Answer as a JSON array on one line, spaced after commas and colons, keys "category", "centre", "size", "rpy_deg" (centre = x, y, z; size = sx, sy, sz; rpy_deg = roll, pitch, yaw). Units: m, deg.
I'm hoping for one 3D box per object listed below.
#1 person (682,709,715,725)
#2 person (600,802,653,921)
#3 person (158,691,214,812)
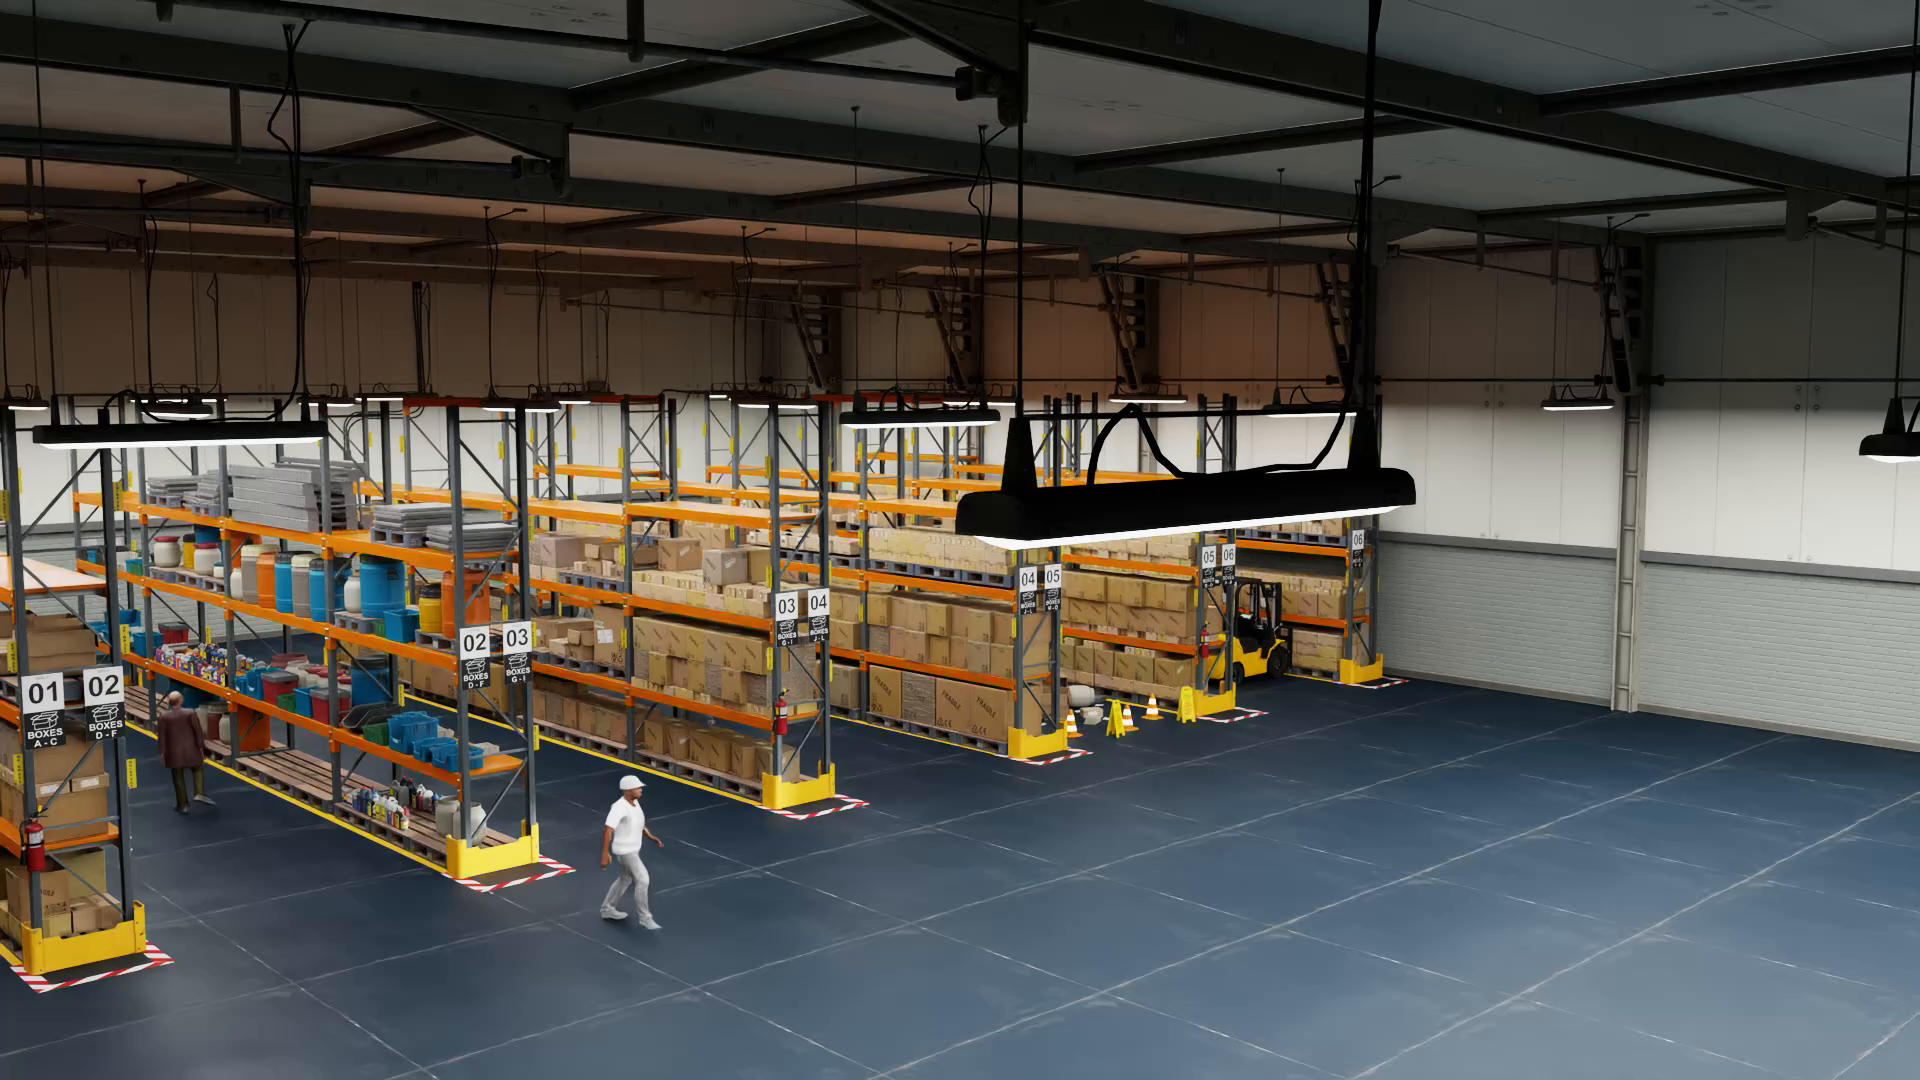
[{"category": "person", "centre": [-4.757, 2.630, 30.189], "size": [0.710, 1.467, 0.446], "rpy_deg": [5, 7, 39]}, {"category": "person", "centre": [-3.894, 3.702, 19.399], "size": [0.665, 1.390, 0.658], "rpy_deg": [0, 6, 3]}, {"category": "person", "centre": [-11.313, 3.090, 24.291], "size": [0.671, 1.772, 0.576], "rpy_deg": [-4, 7, -35]}]
